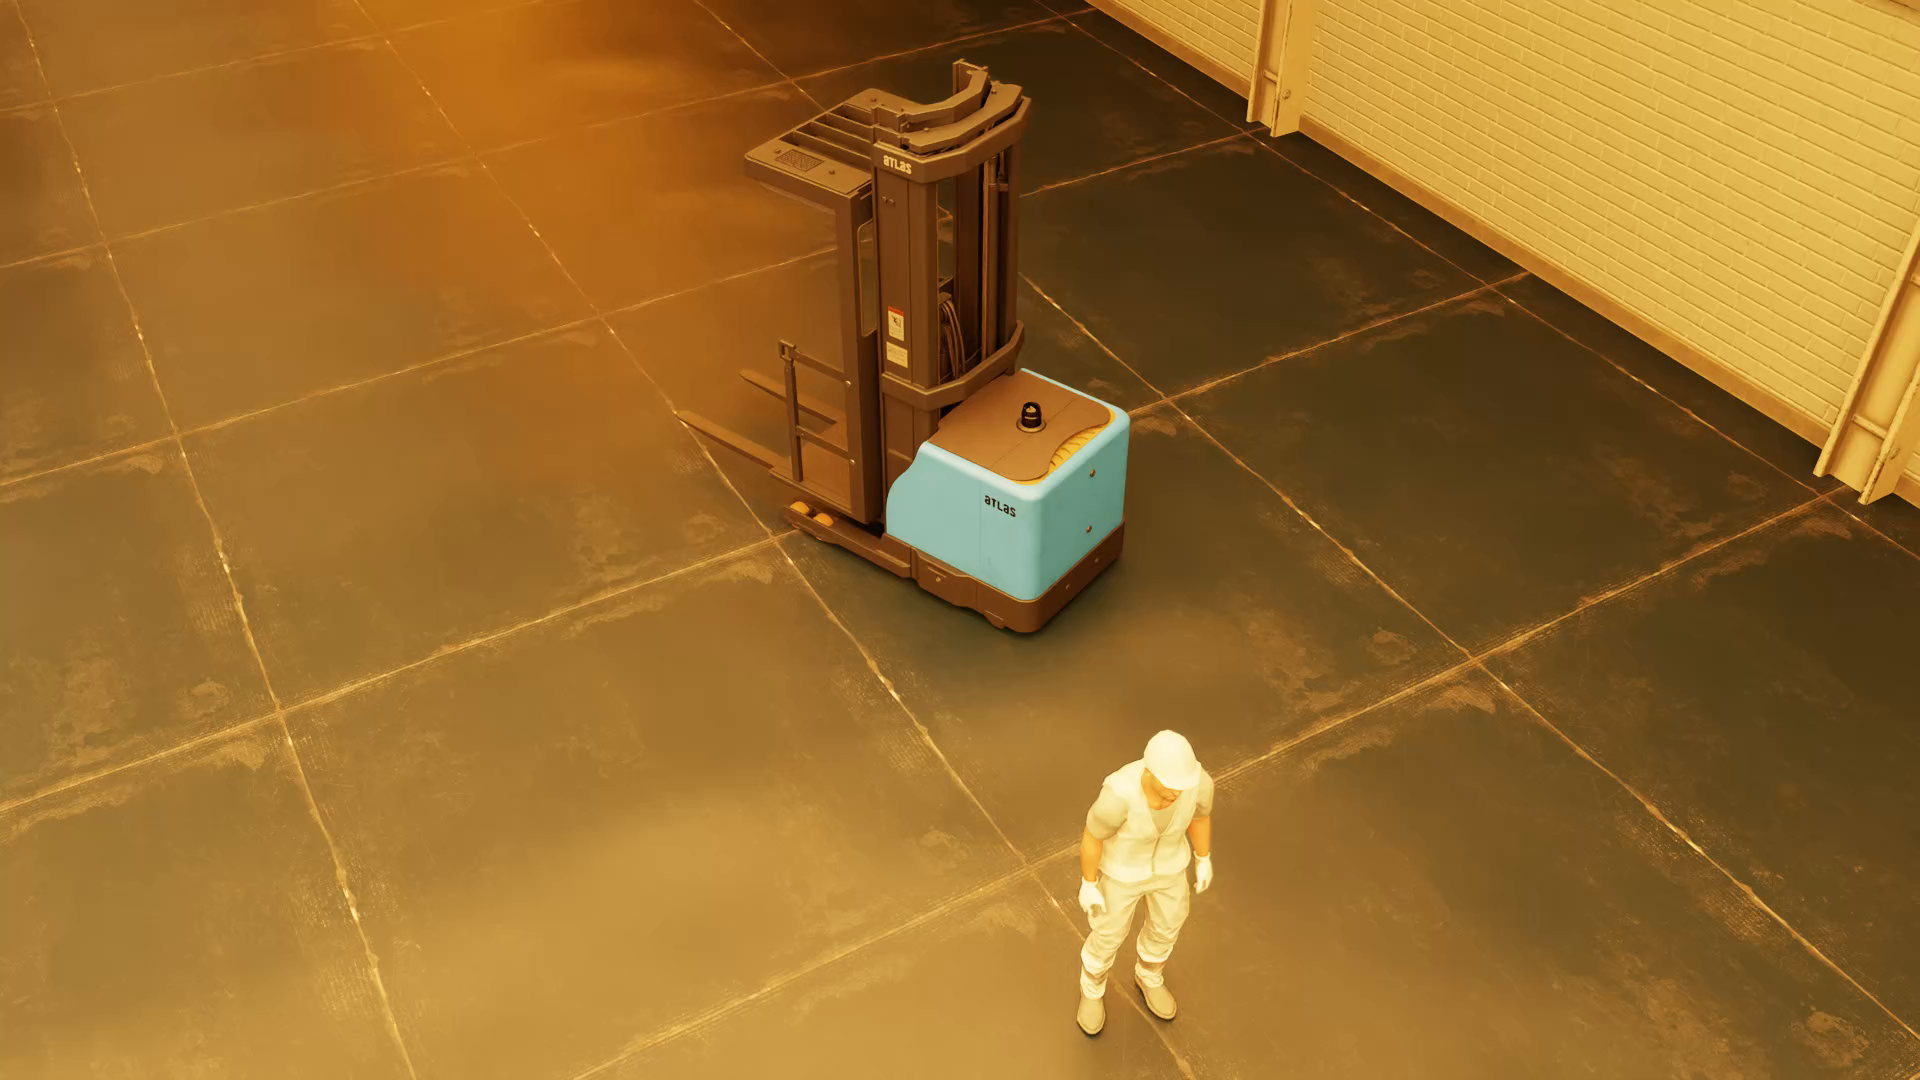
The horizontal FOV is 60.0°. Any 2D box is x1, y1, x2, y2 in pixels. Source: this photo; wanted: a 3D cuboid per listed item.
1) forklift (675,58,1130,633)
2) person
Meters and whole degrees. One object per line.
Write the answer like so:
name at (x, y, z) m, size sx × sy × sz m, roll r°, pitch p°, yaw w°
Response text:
forklift at (-0.481, -1.366, 9.683) m, size 3.031 × 2.935 × 1.130 m, roll 26°, pitch 46°, yaw 28°
person at (0.806, 1.446, 7.198) m, size 0.619 × 1.780 × 0.447 m, roll -10°, pitch 41°, yaw -11°
